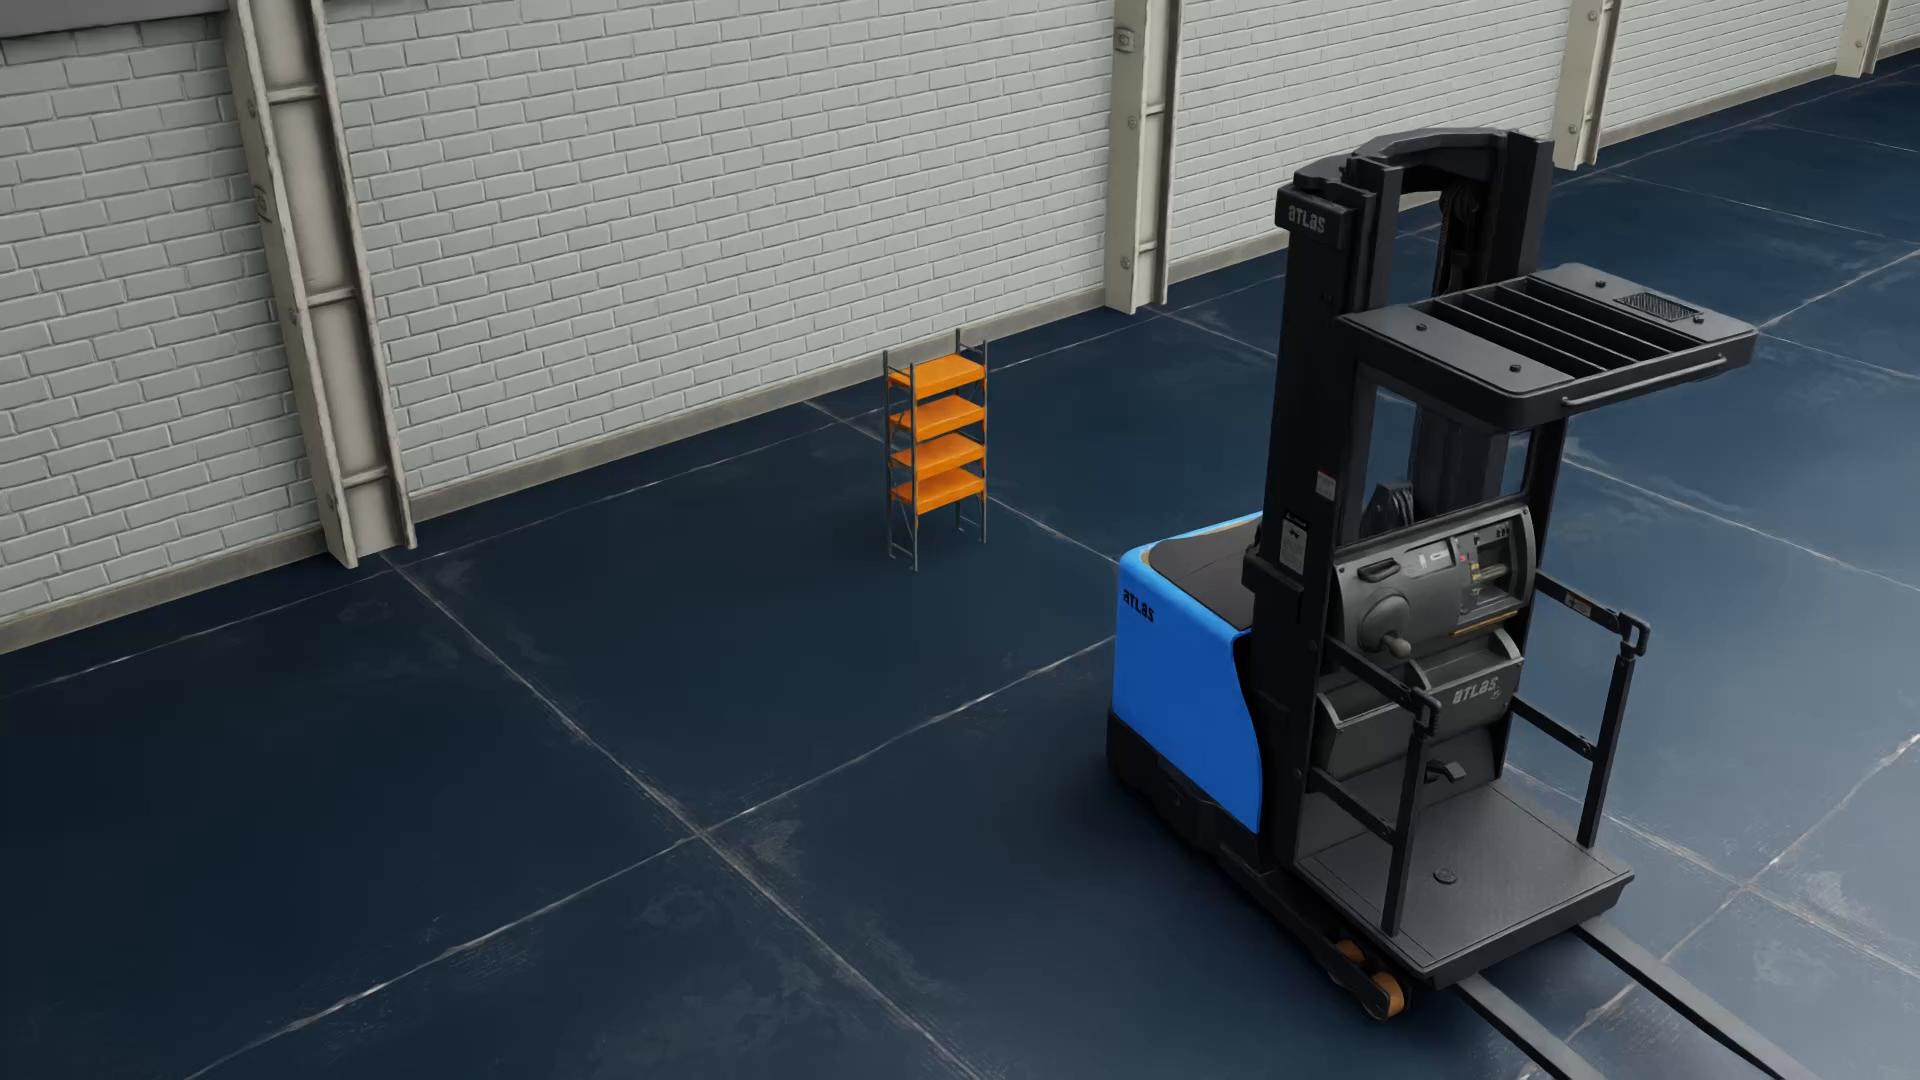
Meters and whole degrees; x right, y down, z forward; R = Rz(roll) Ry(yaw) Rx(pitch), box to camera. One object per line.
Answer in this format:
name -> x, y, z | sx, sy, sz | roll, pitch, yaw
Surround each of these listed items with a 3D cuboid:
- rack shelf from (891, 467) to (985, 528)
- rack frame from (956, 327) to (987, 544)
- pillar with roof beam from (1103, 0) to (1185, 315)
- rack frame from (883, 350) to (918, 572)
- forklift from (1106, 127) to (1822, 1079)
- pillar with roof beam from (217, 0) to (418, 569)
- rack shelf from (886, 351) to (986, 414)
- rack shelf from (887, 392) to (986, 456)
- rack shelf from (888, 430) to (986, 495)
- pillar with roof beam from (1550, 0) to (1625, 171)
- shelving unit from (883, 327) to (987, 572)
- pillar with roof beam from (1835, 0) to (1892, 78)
rack shelf -> -0.126, -0.244, 8.998 | 0.480, 0.148, 0.258 | -22, 35, -35
rack frame -> 0.060, -0.553, 9.012 | 0.015, 1.200, 0.240 | -22, 35, -35
pillar with roof beam -> 4.116, -4.219, 7.597 | 0.400, 9.000, 9.100 | -22, 35, -35
rack frame -> -0.312, -0.404, 8.733 | 0.015, 1.200, 0.240 | -22, 35, -35
forklift -> 1.815, 0.189, 5.786 | 1.130, 2.935, 3.031 | -15, 32, -26
pillar with roof beam -> -0.448, -2.383, 4.162 | 0.400, 9.000, 9.100 | -22, 35, -35
rack shelf -> -0.126, -0.825, 8.687 | 0.480, 0.148, 0.258 | -22, 35, -35
rack shelf -> -0.126, -0.616, 8.799 | 0.480, 0.148, 0.258 | -22, 35, -35
rack shelf -> -0.126, -0.419, 8.904 | 0.480, 0.148, 0.258 | -22, 35, -35
pillar with roof beam -> 8.681, -6.054, 11.031 | 0.400, 9.000, 9.100 | -22, 35, -35
shelving unit -> -0.126, -0.479, 8.872 | 0.503, 1.200, 0.258 | -22, 35, -35
pillar with roof beam -> 13.245, -7.890, 14.466 | 0.400, 9.000, 9.100 | -22, 35, -35
